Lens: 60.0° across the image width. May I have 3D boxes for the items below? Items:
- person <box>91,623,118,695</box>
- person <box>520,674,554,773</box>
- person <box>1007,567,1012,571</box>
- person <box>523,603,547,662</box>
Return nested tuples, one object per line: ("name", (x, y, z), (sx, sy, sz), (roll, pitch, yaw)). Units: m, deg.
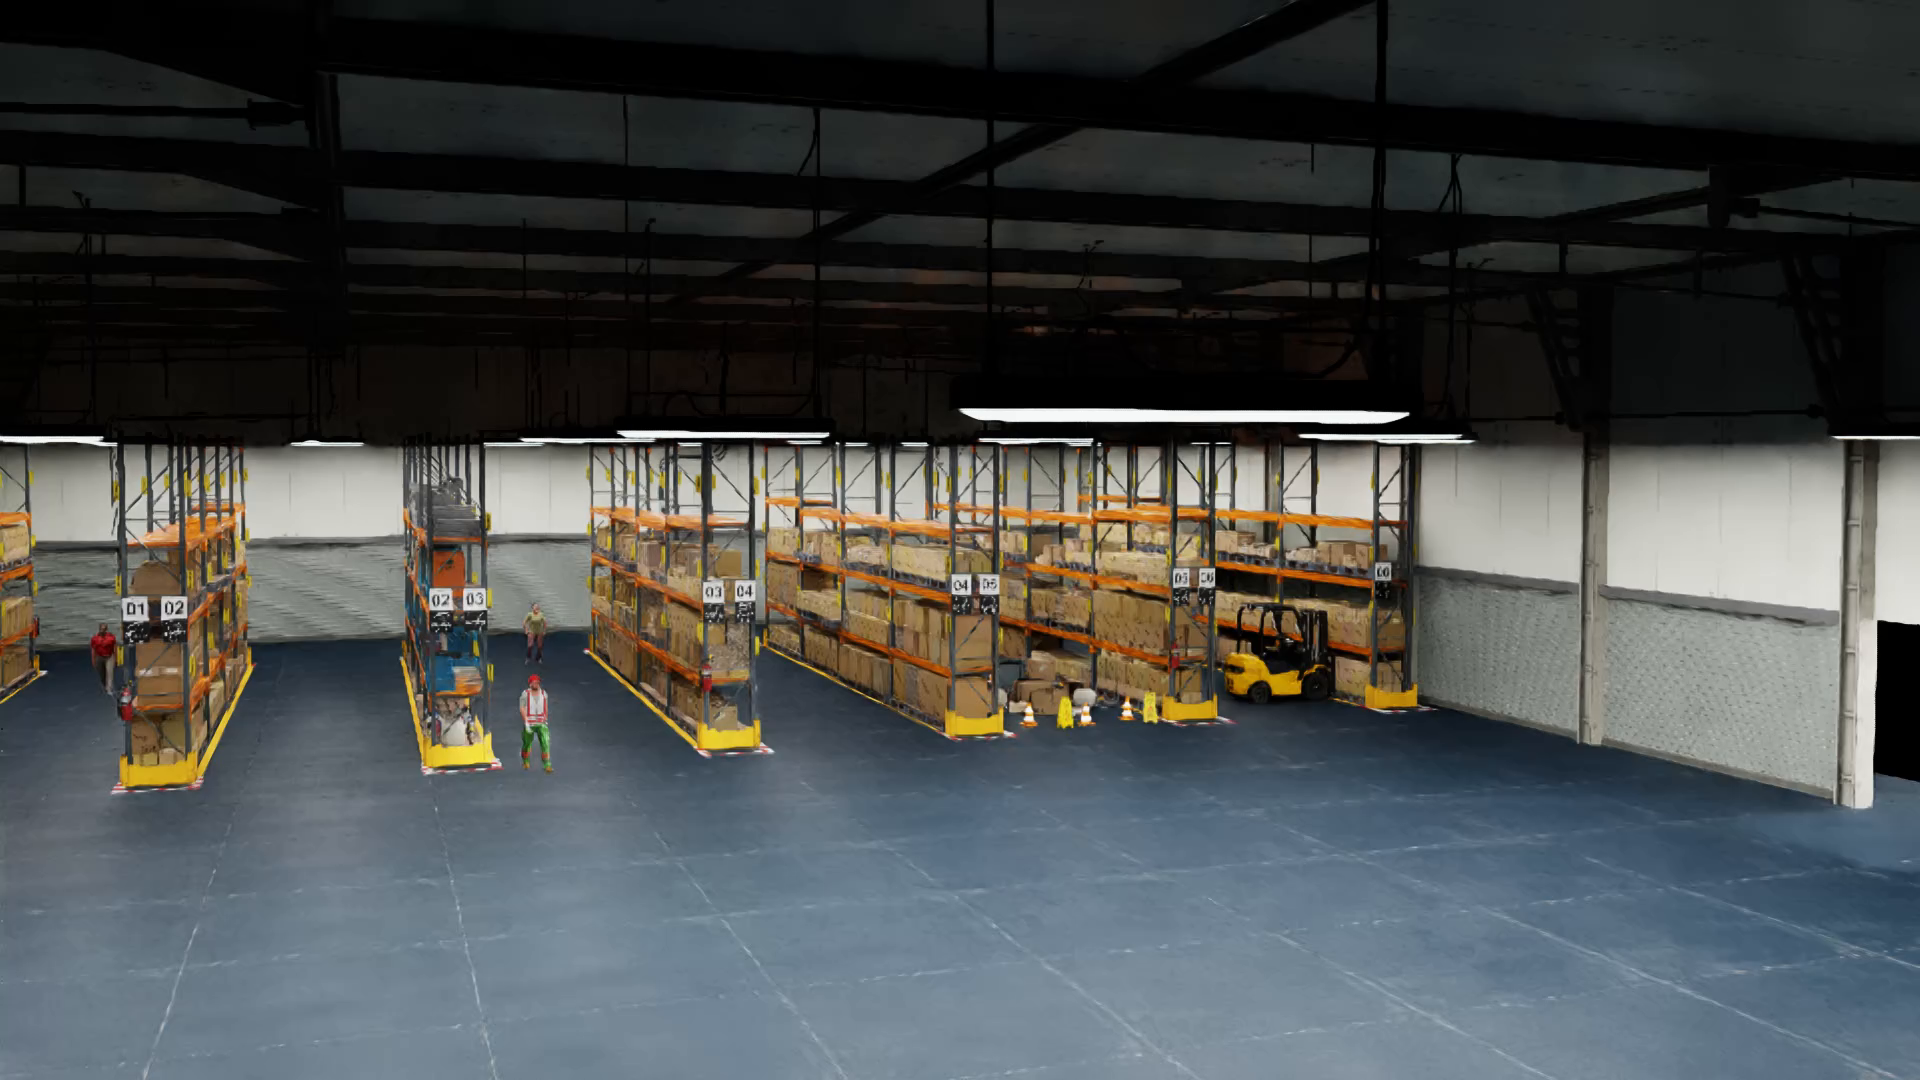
("person", (-19.858, 2.746, 38.560), (0.542, 1.645, 1.126), (-1, 3, -18))
("person", (-7.487, 3.221, 29.288), (0.526, 1.728, 1.031), (-2, 4, -29))
("person", (1.708, 1.763, 55.274), (0.690, 1.764, 0.523), (2, 4, 37))
("person", (-11.316, 2.467, 44.296), (0.598, 1.619, 0.506), (-1, 3, -22))
